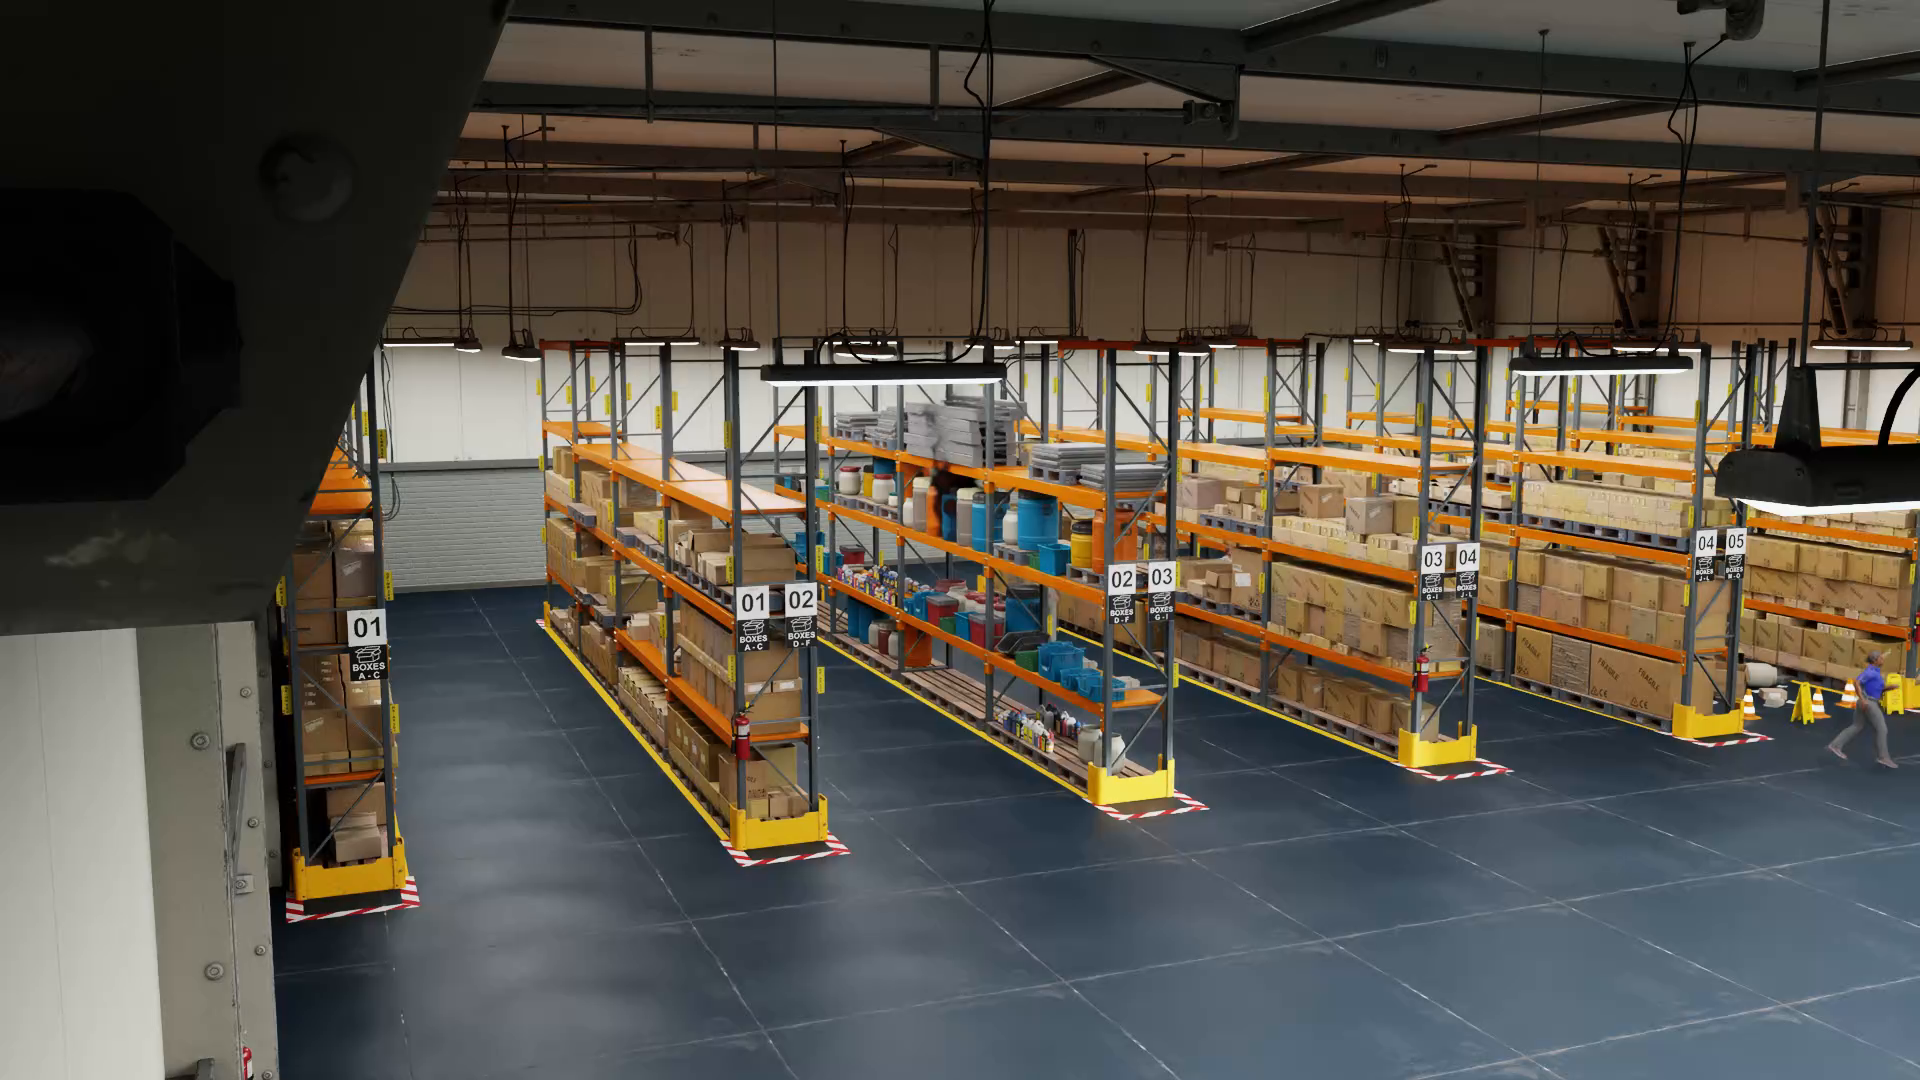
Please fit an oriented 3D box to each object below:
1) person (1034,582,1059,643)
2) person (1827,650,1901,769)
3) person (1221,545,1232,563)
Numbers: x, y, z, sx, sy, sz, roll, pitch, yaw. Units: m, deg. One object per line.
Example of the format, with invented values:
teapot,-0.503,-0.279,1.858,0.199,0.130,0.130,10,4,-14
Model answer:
person,1.621,1.197,30.884,0.581,1.669,0.784,-5,9,-35
person,12.984,2.403,23.805,0.889,1.679,0.559,3,8,20
person,5.773,0.893,35.737,0.537,1.587,0.860,-4,8,-28
